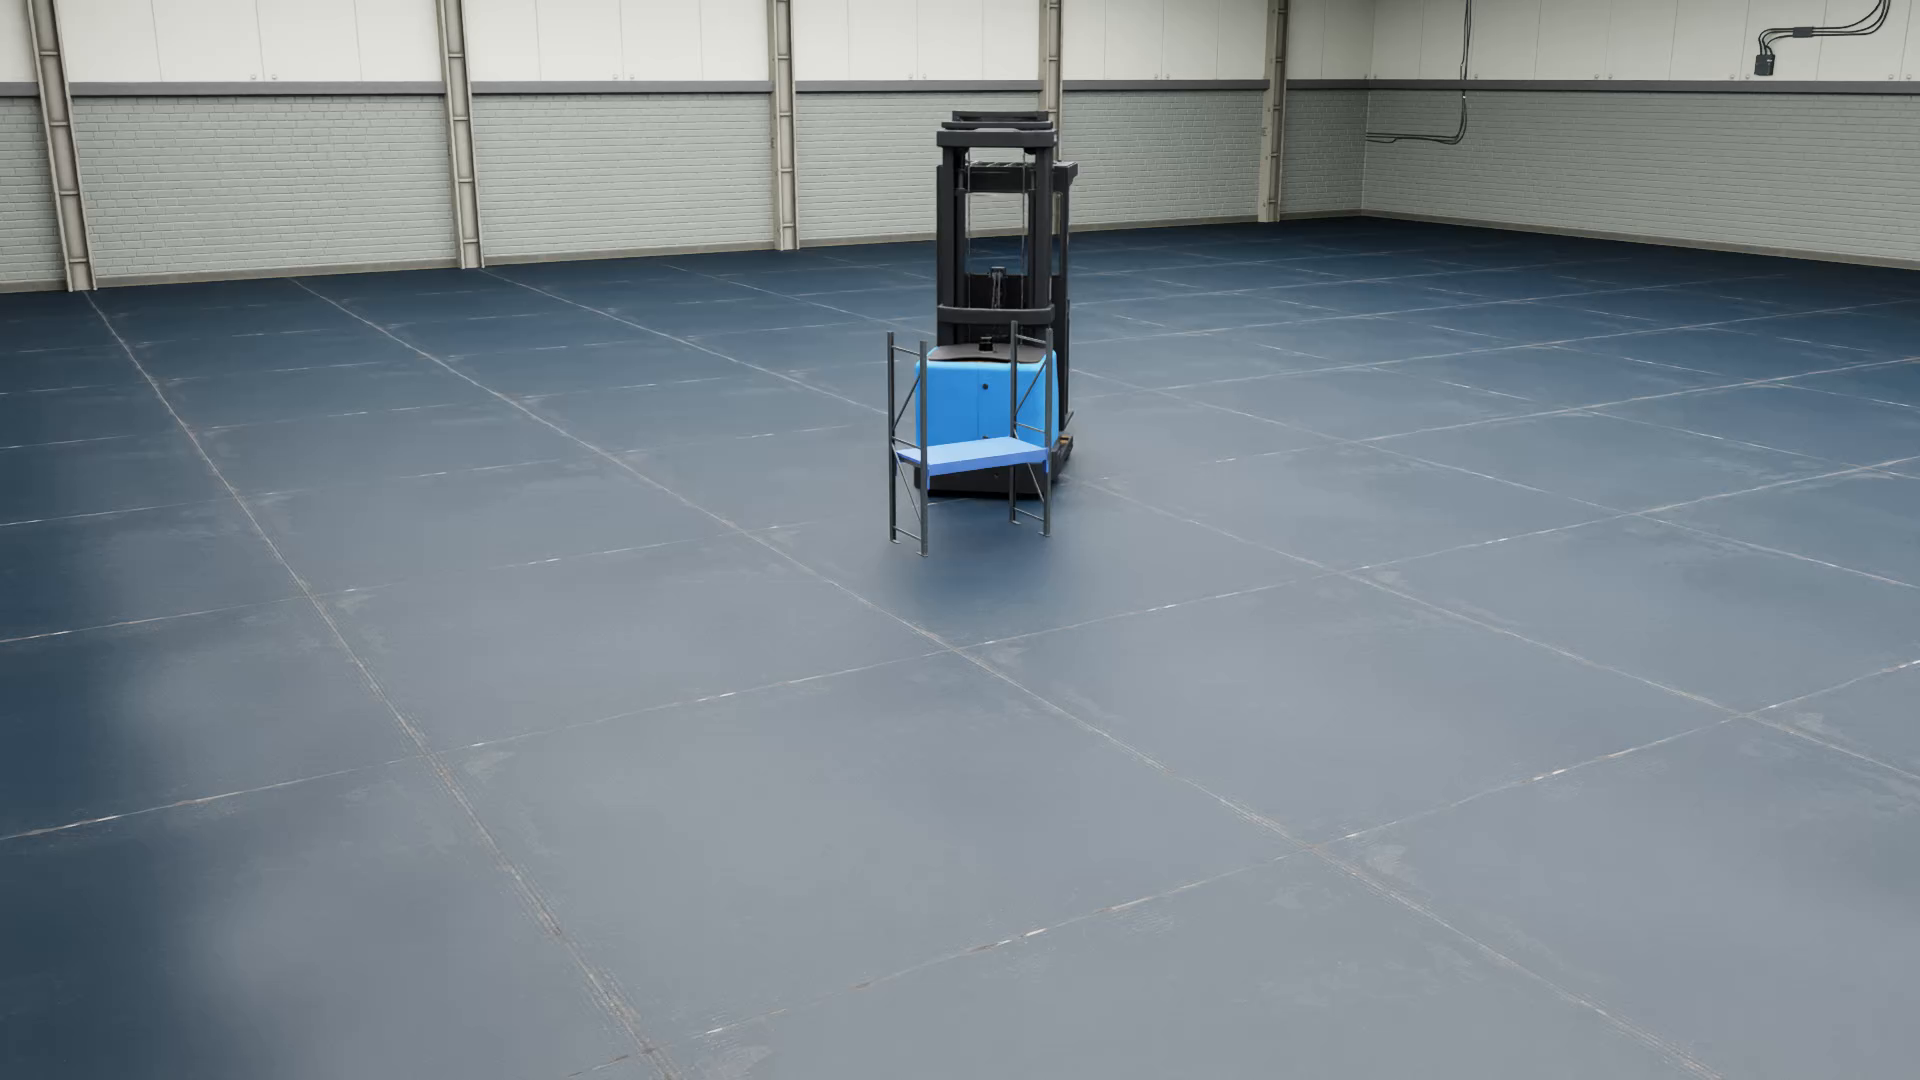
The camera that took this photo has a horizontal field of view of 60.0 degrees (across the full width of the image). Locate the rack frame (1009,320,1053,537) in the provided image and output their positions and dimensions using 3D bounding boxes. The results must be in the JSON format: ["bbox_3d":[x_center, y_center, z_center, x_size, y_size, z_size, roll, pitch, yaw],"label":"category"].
[{"bbox_3d":[0.509,-0.805,12.002,0.032,1.500,0.500,-9,18,-30],"label":"rack frame"}]

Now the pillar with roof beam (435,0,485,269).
[{"bbox_3d":[-6.230,-8.050,23.954,0.400,9.000,9.100,-9,18,-30],"label":"pillar with roof beam"}]

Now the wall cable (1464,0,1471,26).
[{"bbox_3d":[11.581,-11.962,34.307,0.112,2.526,3.097,-9,18,-30],"label":"wall cable"}]

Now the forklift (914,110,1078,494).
[{"bbox_3d":[0.391,-2.123,14.051,1.130,2.935,3.031,3,16,9],"label":"forklift"}]

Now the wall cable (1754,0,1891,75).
[{"bbox_3d":[15.064,-11.090,28.500,0.169,6.003,2.305,-9,18,-30],"label":"wall cable"}]

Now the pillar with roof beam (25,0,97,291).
[{"bbox_3d":[-11.374,-7.216,20.979,0.400,9.000,9.100,-9,18,-30],"label":"pillar with roof beam"}]

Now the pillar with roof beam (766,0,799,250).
[{"bbox_3d":[-1.087,-8.884,26.930,0.400,9.000,9.100,-9,18,-30],"label":"pillar with roof beam"}]

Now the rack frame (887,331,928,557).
[{"bbox_3d":[-0.363,-0.663,11.498,0.032,1.500,0.500,-9,18,-30],"label":"rack frame"}]

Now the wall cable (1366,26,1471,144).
[{"bbox_3d":[10.188,-10.156,37.222,0.112,2.526,3.097,-9,18,-30],"label":"wall cable"}]

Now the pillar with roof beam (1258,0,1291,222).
[{"bbox_3d":[9.199,-10.552,32.880,0.400,9.000,9.100,-9,18,-30],"label":"pillar with roof beam"}]

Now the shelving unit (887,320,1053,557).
[{"bbox_3d":[0.073,-0.734,11.750,1.048,1.500,0.538,-9,18,-30],"label":"shelving unit"}]

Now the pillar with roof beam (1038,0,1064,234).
[{"bbox_3d":[4.056,-9.718,29.905,0.400,9.000,9.100,-9,18,-30],"label":"pillar with roof beam"}]

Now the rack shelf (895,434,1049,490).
[{"bbox_3d":[0.073,-0.561,11.798,1.000,0.185,0.538,-9,18,-30],"label":"rack shelf"}]
